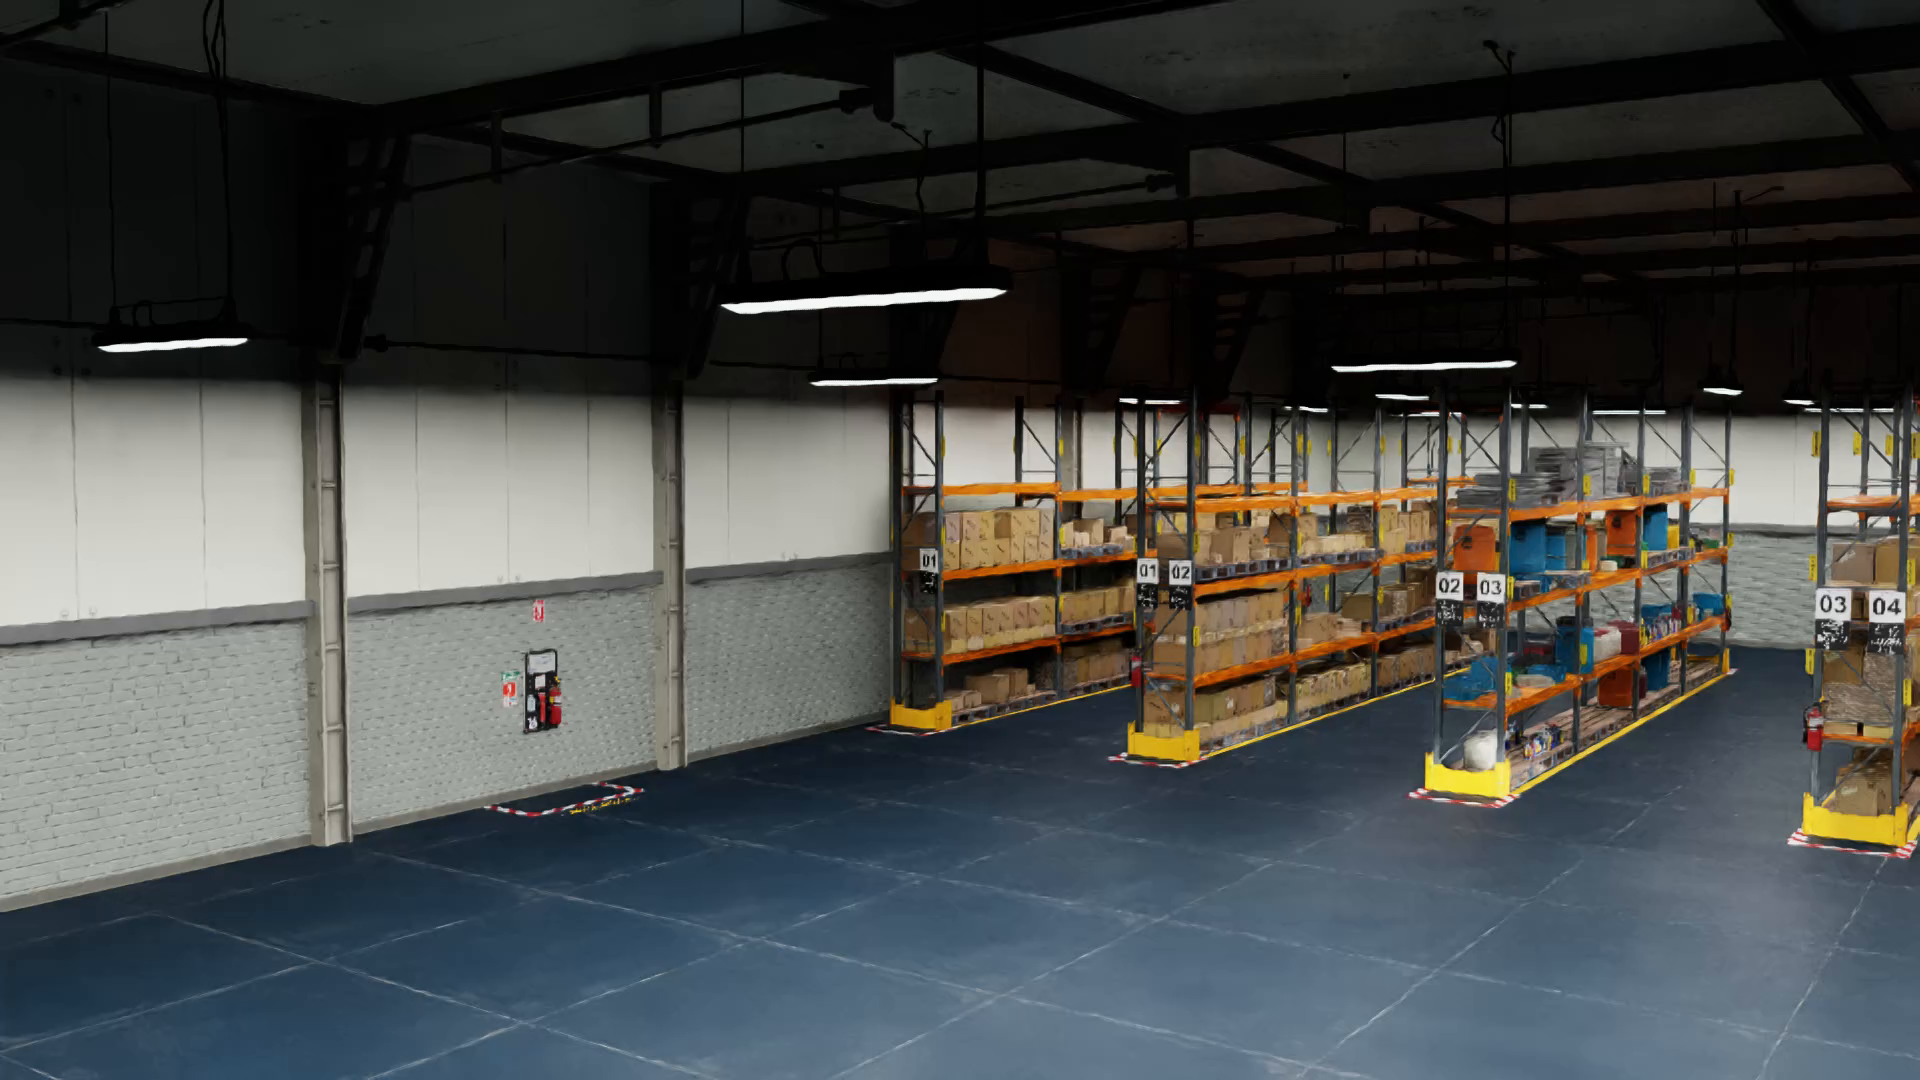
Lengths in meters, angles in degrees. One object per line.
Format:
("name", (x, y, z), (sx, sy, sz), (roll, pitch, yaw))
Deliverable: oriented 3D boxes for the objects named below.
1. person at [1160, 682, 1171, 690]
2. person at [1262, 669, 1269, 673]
("person", (4.006, 2.382, 31.156), (0.600, 1.725, 1.111), (2, 4, 34))
("person", (6.107, 2.222, 34.476), (0.547, 1.644, 1.110), (2, 4, 38))
